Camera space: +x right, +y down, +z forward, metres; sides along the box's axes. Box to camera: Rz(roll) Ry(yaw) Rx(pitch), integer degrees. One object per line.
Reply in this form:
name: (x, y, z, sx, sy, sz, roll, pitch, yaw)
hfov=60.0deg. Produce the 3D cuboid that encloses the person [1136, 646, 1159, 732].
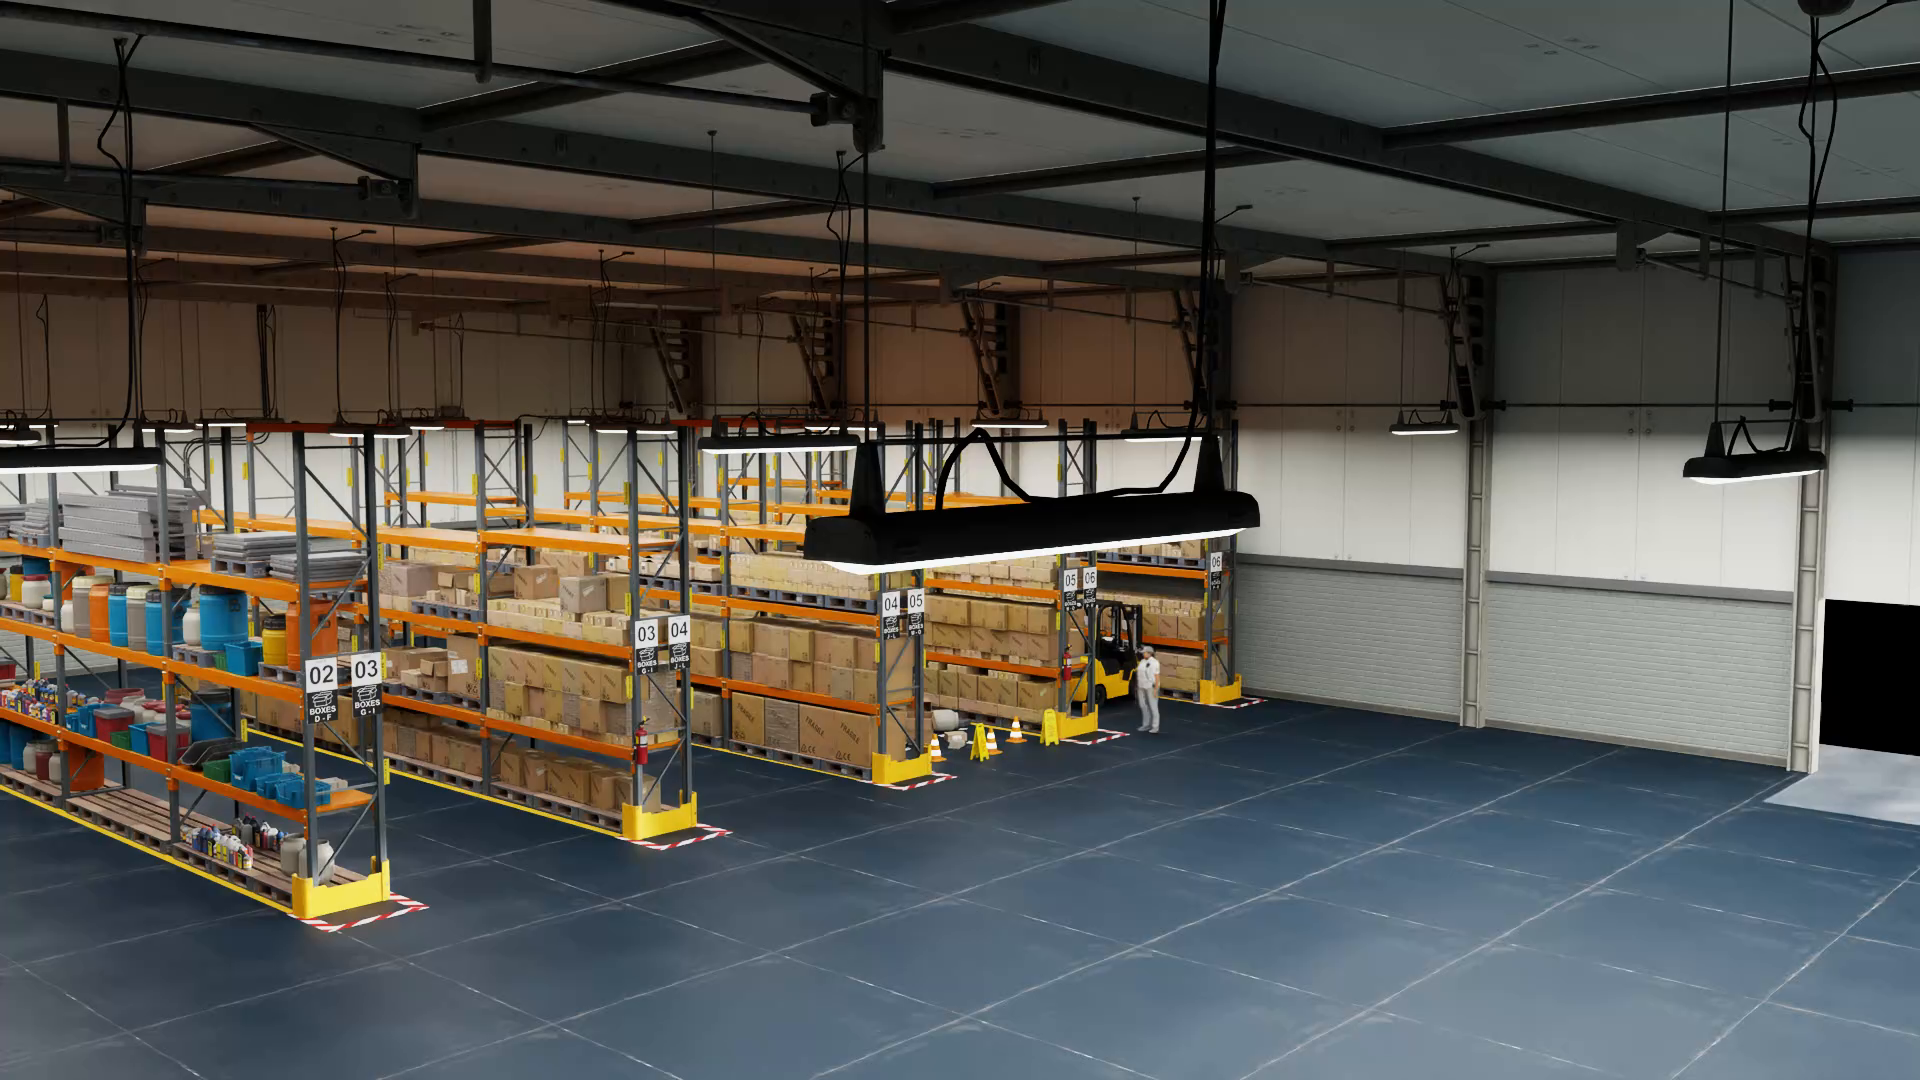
person: (3.635, 2.887, 32.153, 0.418, 1.696, 0.531, -4, 6, -43)

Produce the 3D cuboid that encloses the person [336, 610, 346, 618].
person: (-14.222, 2.334, 38.209, 0.477, 1.795, 0.603, 3, 5, 29)

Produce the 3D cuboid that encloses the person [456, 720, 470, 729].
person: (-9.369, 2.978, 31.422, 0.639, 1.609, 0.562, 4, 6, 40)
